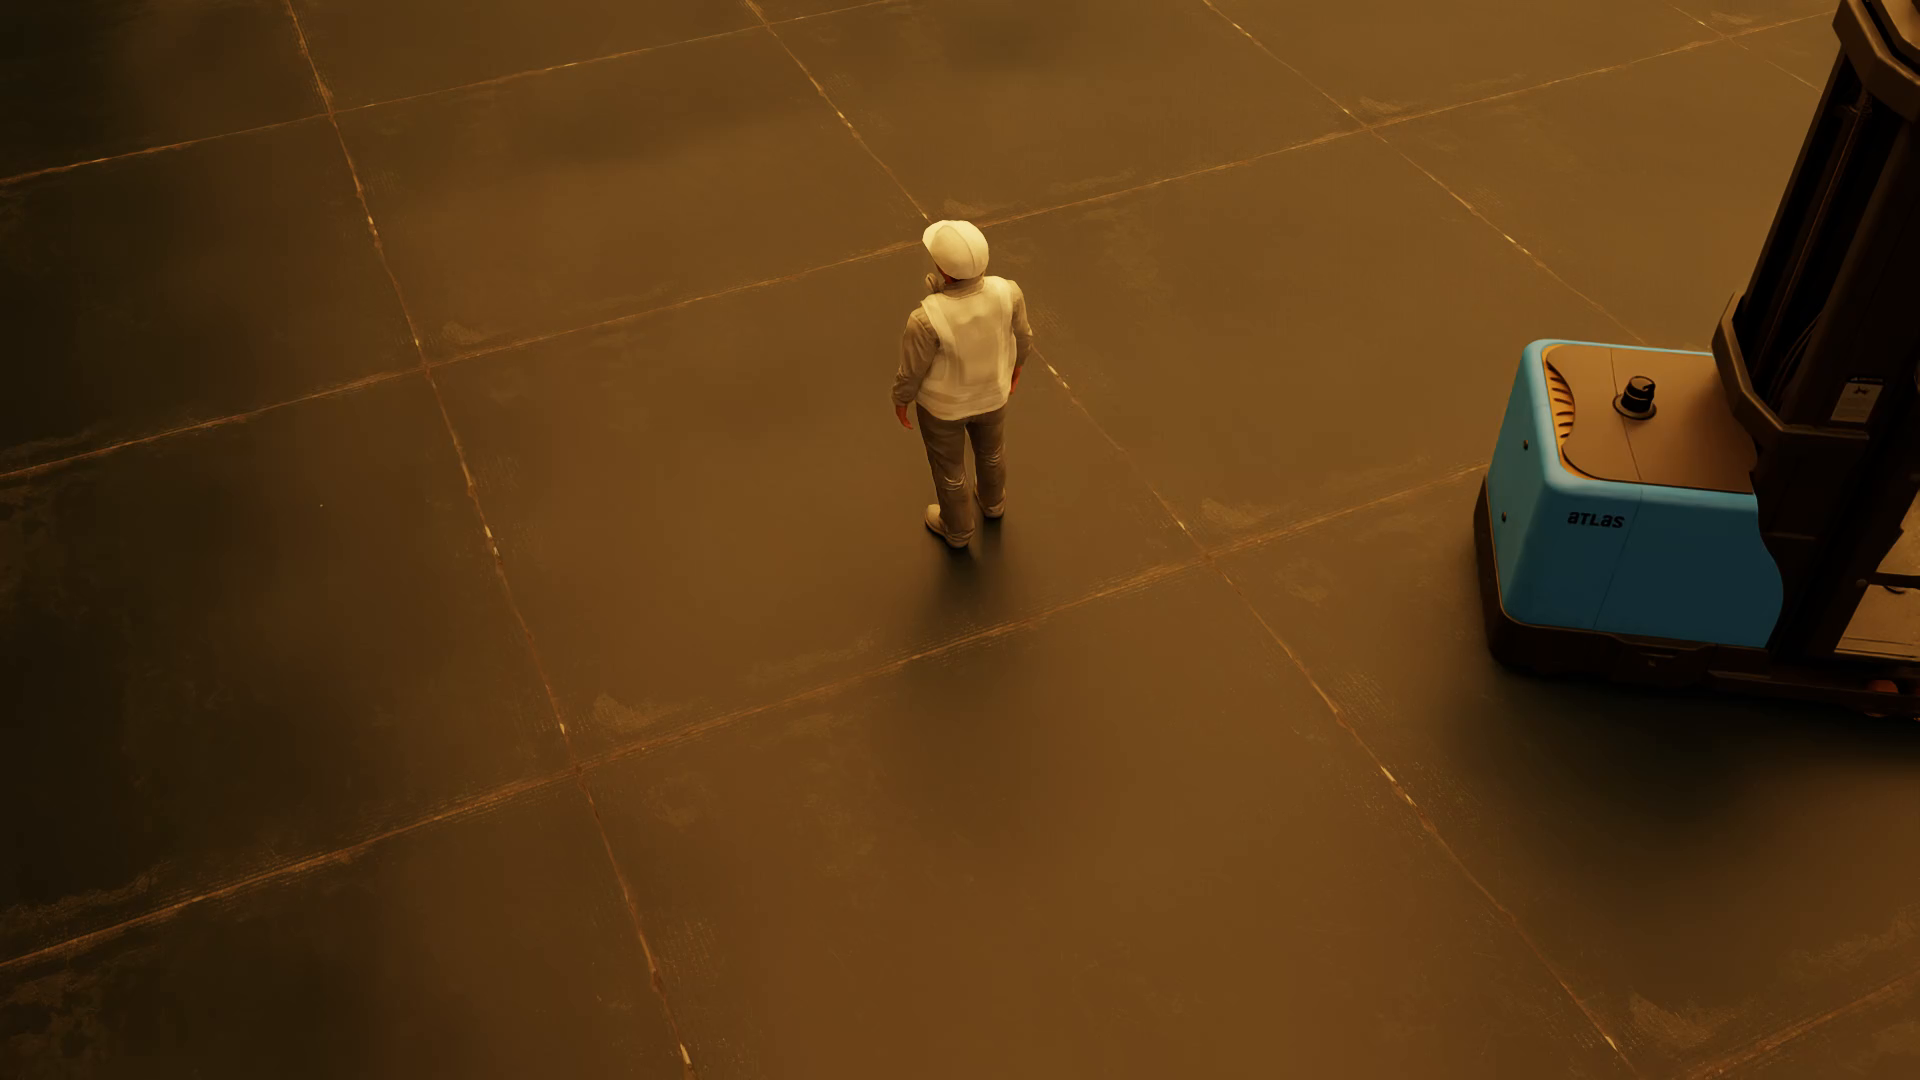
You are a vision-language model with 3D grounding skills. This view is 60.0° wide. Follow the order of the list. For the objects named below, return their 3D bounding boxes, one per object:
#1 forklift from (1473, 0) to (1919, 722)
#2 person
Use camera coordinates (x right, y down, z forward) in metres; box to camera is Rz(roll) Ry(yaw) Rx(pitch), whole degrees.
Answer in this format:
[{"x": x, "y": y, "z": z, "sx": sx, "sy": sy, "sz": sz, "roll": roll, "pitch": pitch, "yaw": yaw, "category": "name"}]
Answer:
[{"x": 3.858, "y": -0.694, "z": 6.423, "sx": 3.031, "sy": 2.935, "sz": 1.130, "roll": 6, "pitch": 43, "yaw": 6, "category": "forklift"}, {"x": -0.020, "y": -0.695, "z": 7.262, "sx": 0.633, "sy": 1.775, "sz": 0.566, "roll": -18, "pitch": 46, "yaw": -18, "category": "person"}]
